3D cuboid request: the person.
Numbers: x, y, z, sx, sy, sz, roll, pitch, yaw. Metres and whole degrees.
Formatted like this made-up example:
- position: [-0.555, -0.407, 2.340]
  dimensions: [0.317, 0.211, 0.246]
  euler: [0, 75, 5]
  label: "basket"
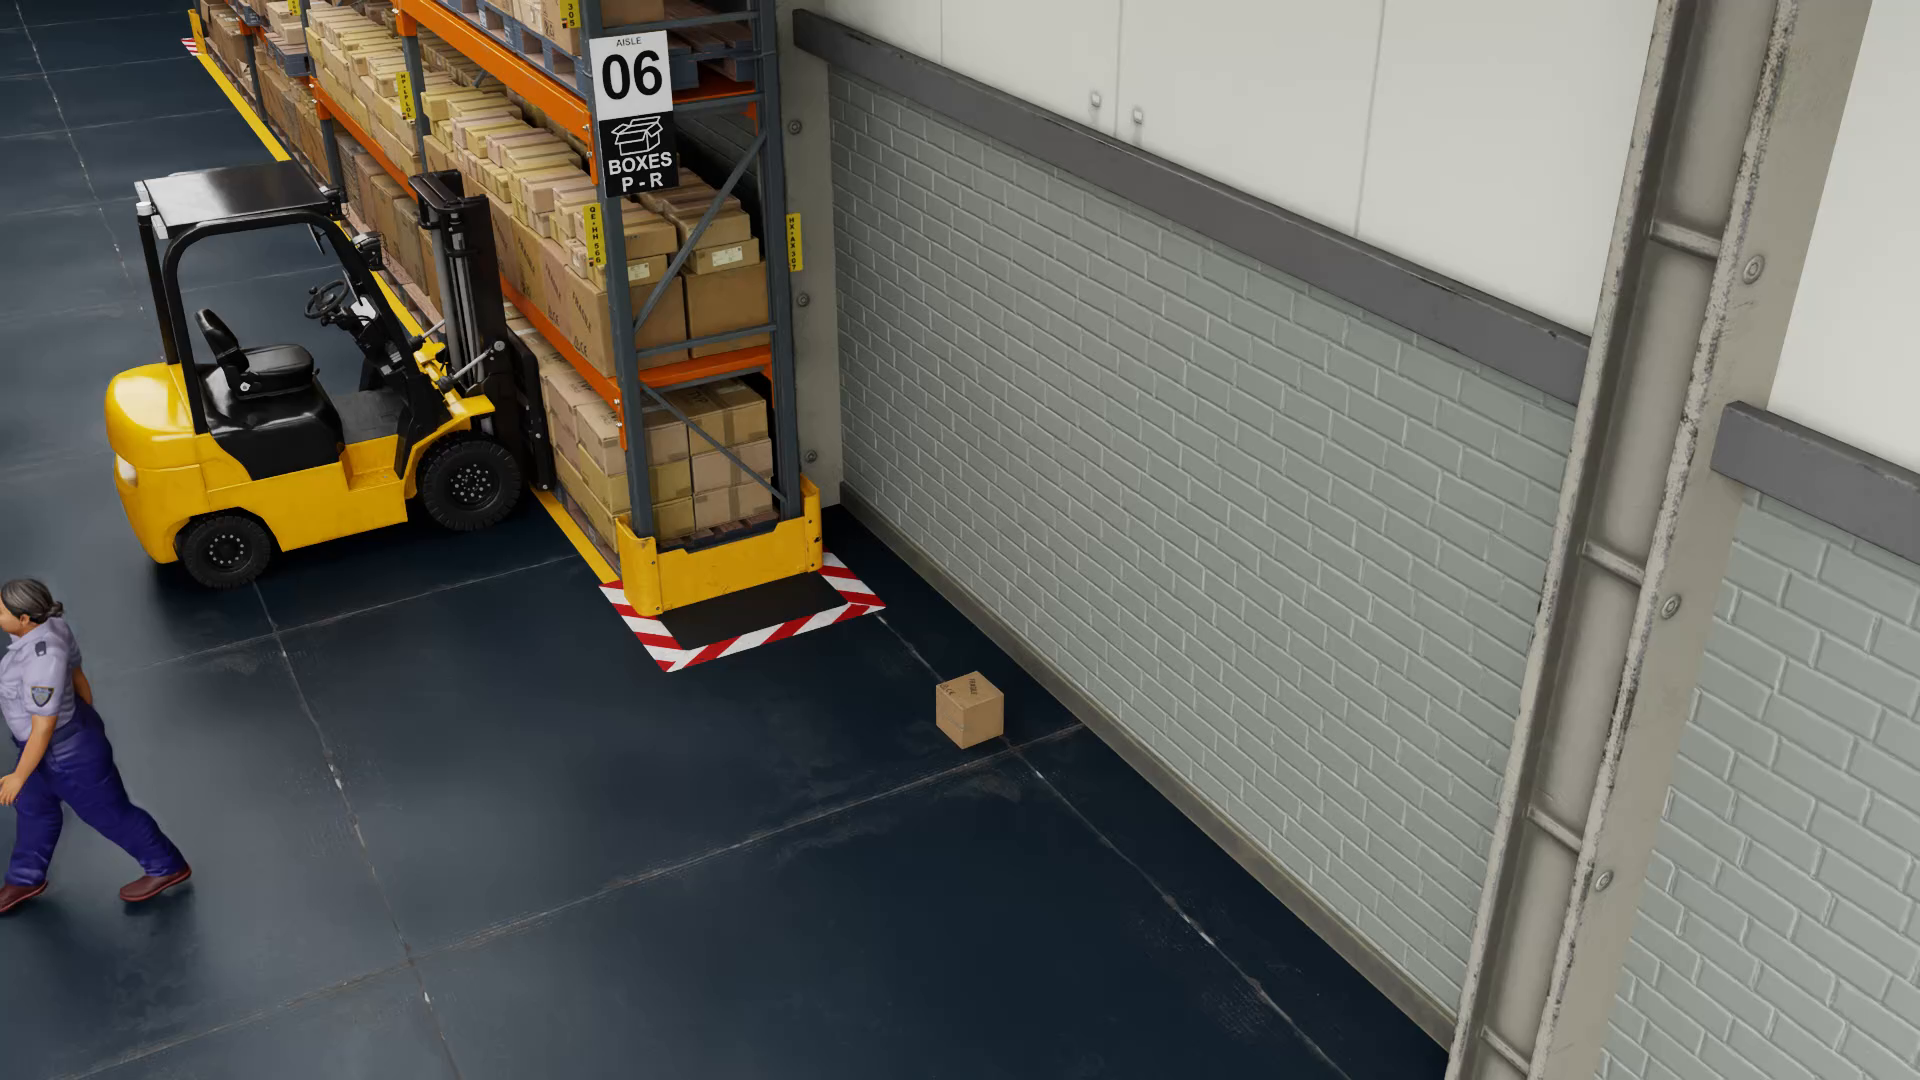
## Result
- position: [-3.851, 0.899, 6.946]
  dimensions: [0.864, 1.626, 0.490]
  euler: [-15, 33, -25]
  label: "person"
